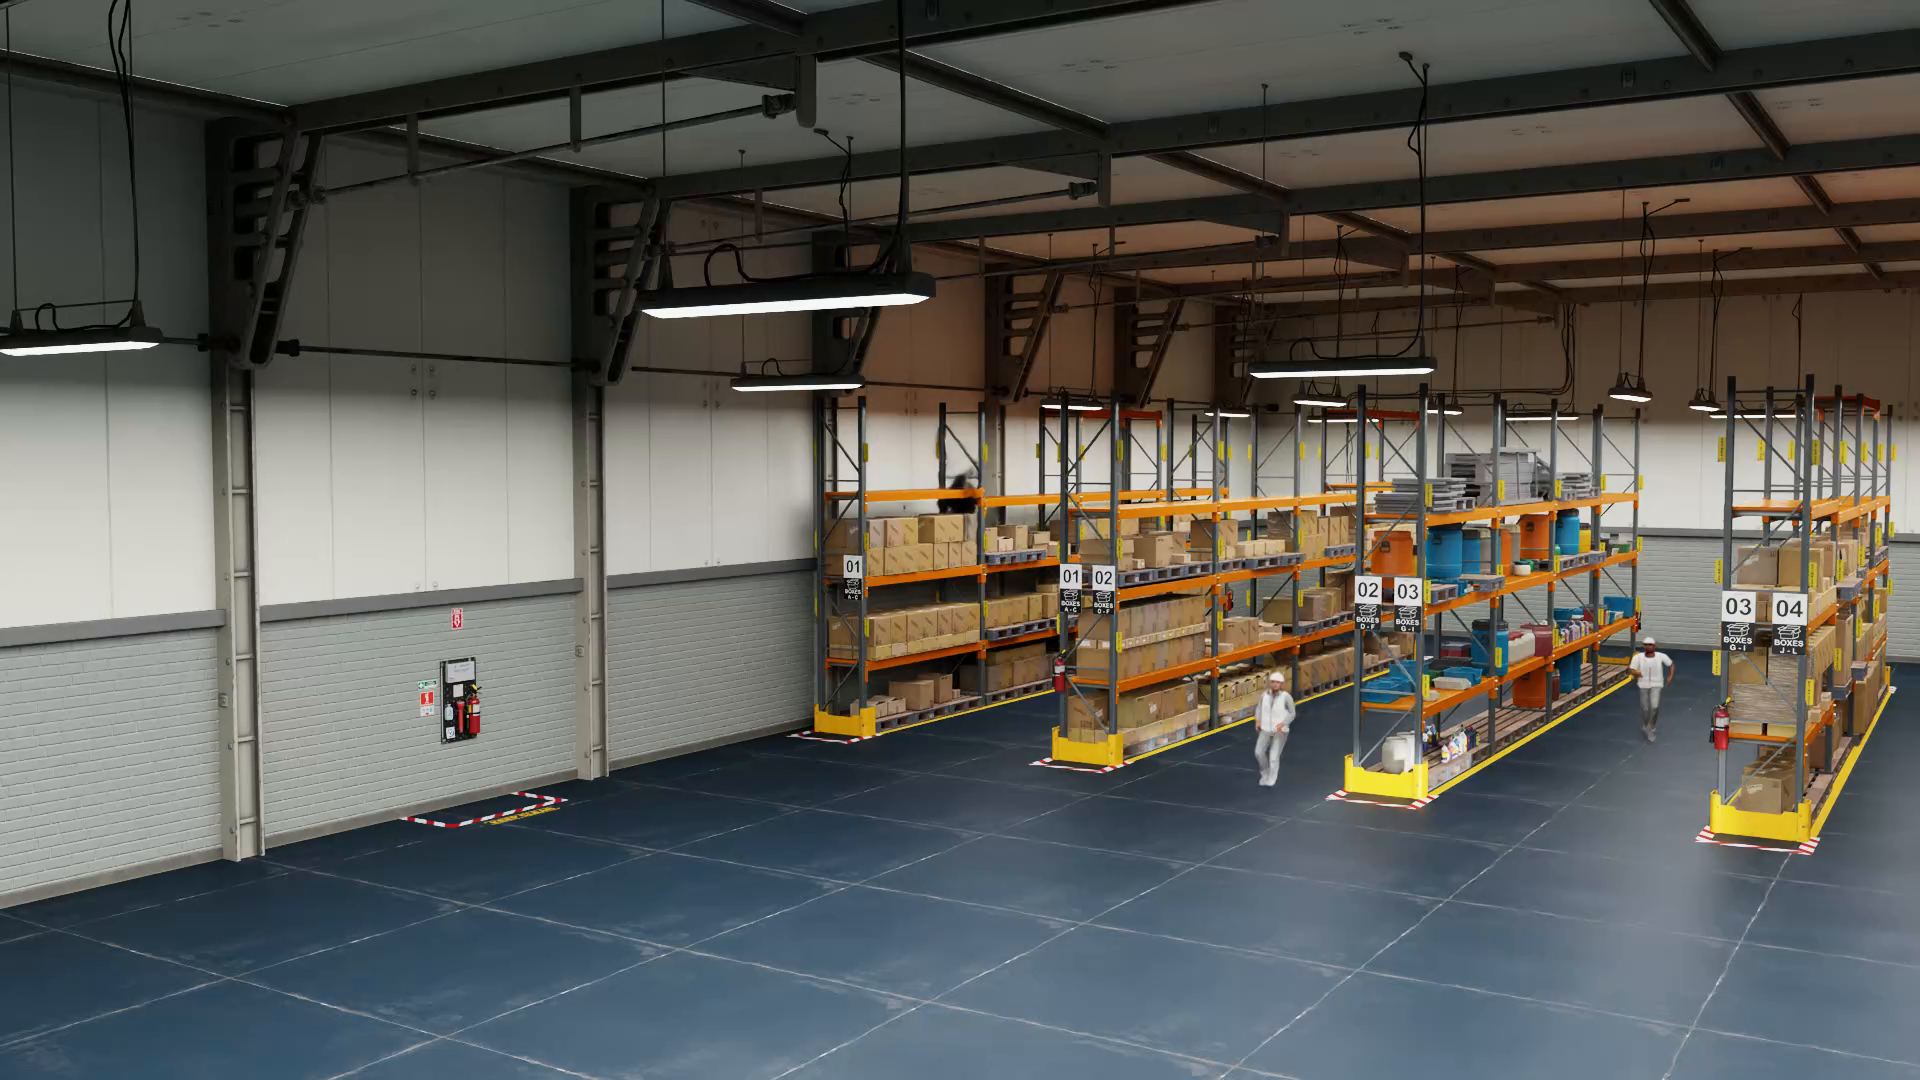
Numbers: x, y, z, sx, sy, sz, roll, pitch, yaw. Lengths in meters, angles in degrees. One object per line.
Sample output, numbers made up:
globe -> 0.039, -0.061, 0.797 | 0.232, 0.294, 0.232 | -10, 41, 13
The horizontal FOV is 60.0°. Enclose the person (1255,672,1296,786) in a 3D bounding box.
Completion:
person -> 4.679, 2.856, 24.888 | 0.651, 1.753, 0.515 | 2, 3, 30

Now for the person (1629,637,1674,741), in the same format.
person -> 12.136, 2.609, 29.215 | 0.707, 1.802, 0.757 | 2, 3, 29
